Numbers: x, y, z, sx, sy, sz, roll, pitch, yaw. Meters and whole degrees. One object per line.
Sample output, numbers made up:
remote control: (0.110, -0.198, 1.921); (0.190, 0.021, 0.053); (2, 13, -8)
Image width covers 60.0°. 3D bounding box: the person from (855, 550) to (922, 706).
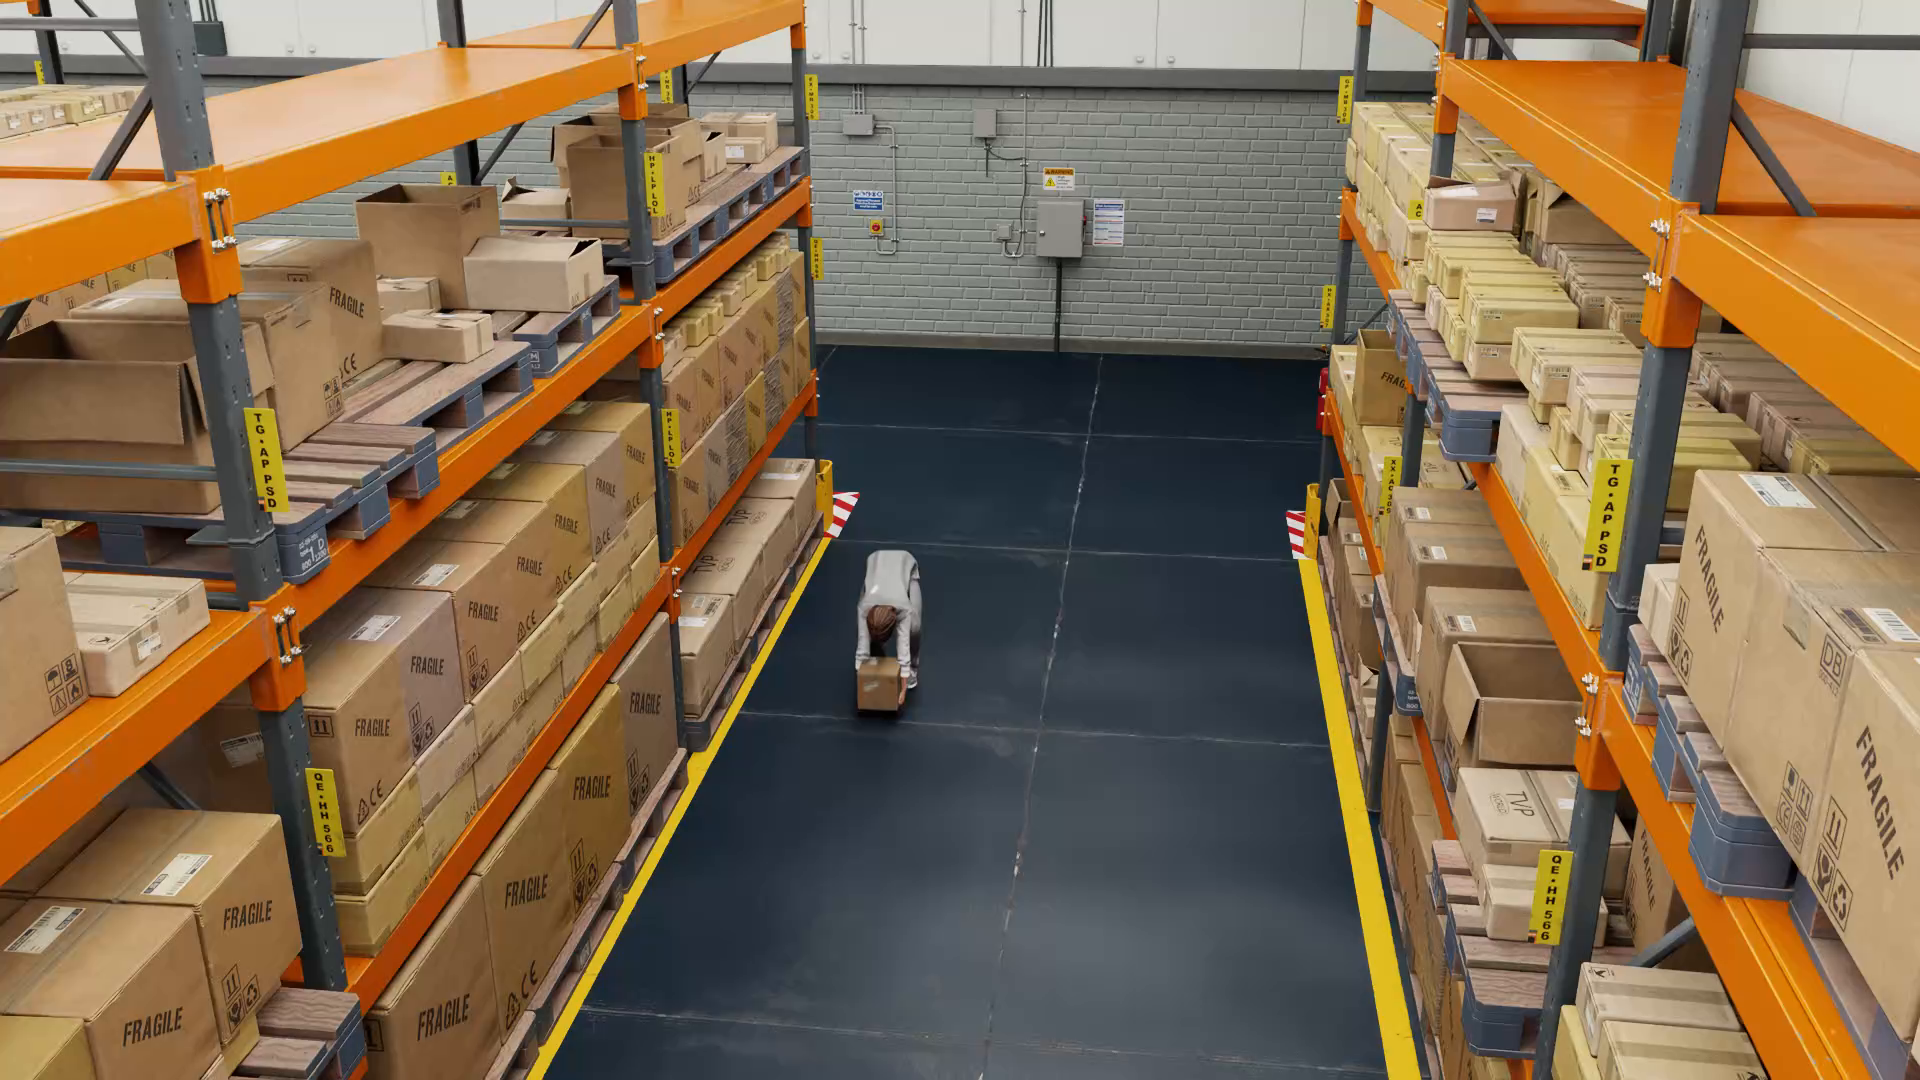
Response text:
person: (-0.458, 0.566, 10.614); (0.421, 0.898, 0.855); (2, 22, 5)
